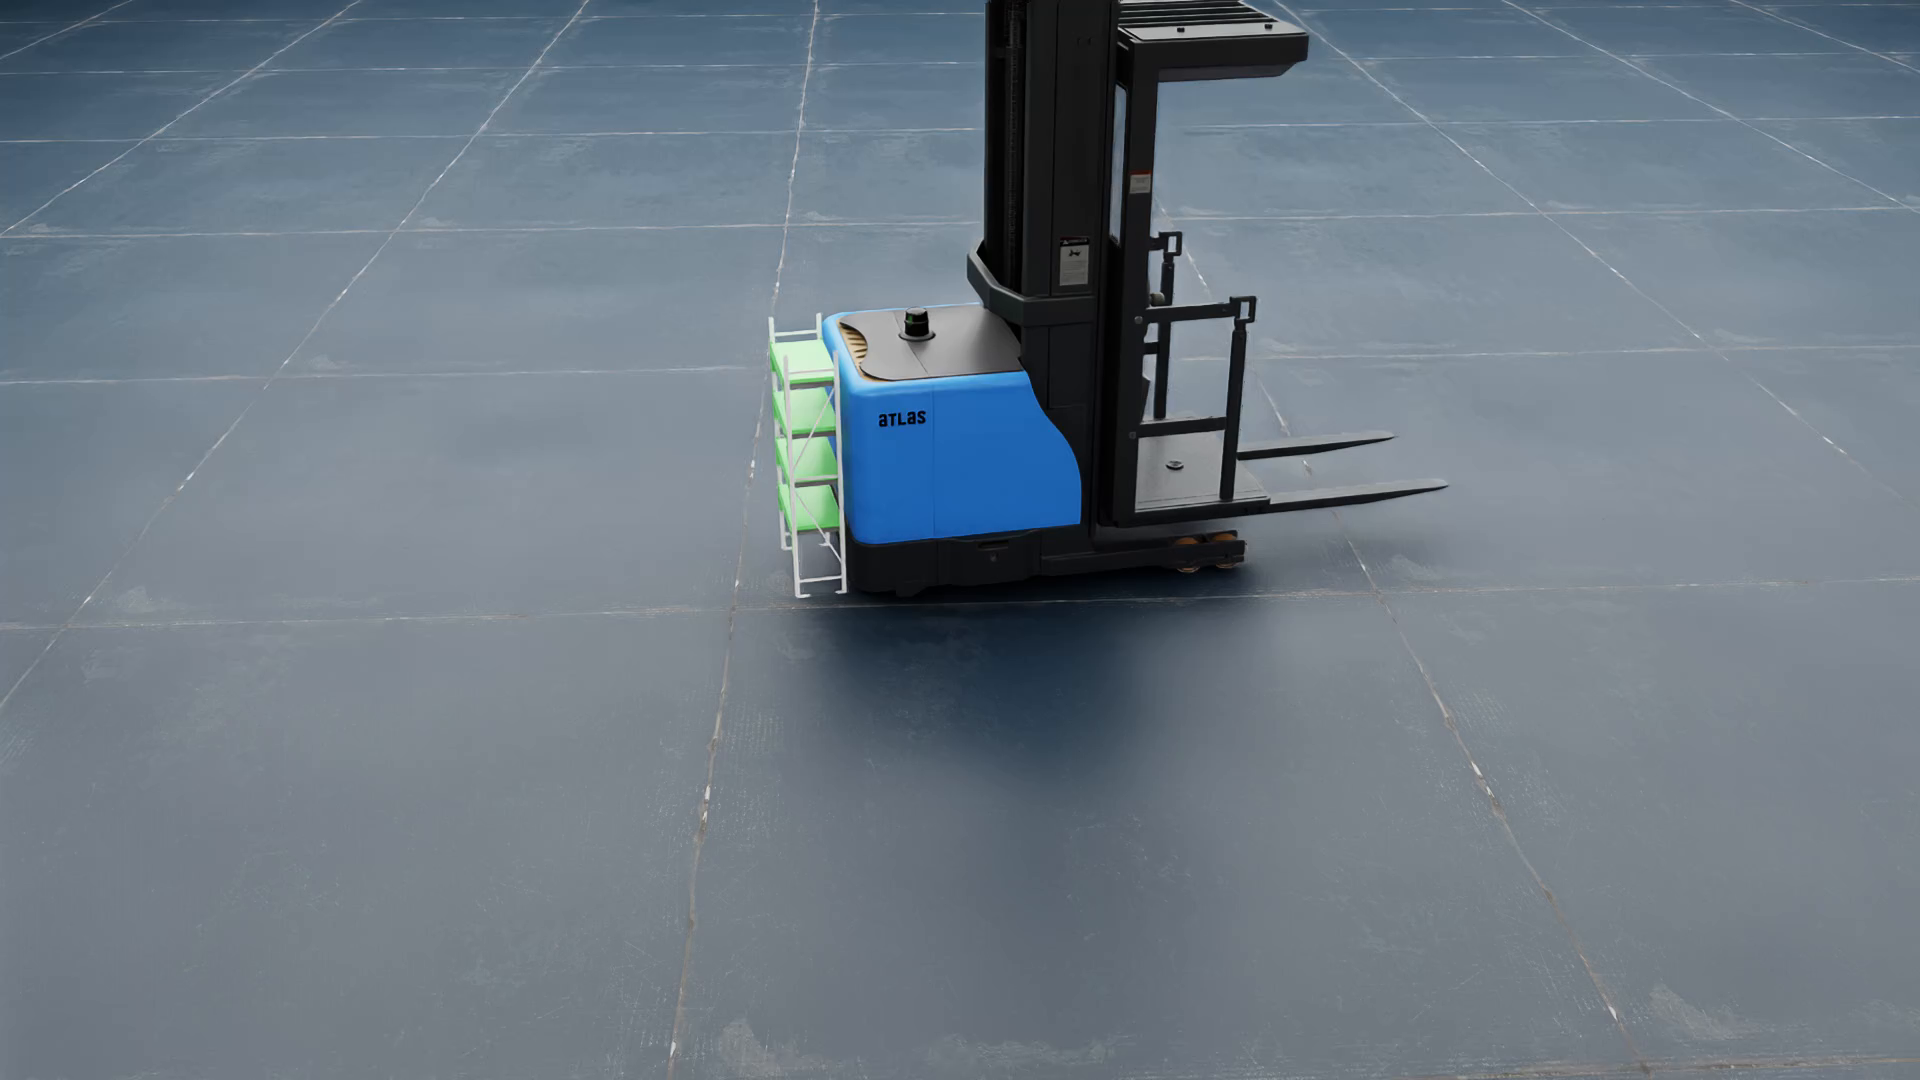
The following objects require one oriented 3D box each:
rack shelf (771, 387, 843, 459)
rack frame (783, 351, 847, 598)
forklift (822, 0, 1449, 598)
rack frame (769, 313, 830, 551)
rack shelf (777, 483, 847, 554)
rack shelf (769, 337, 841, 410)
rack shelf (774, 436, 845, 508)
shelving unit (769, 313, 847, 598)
[{"bbox_3d":[-0.702,-0.542,7.611,0.258,0.148,0.480,-6,28,-12],"label":"rack shelf"},{"bbox_3d":[-0.647,-0.276,7.482,0.240,1.200,0.015,-6,28,-12],"label":"rack frame"},{"bbox_3d":[0.892,-1.374,7.715,3.031,2.935,1.130,-6,28,-11],"label":"forklift"},{"bbox_3d":[-0.757,-0.496,7.903,0.240,1.200,0.015,-6,28,-12],"label":"rack frame"},{"bbox_3d":[-0.702,-0.117,7.833,0.258,0.148,0.480,-6,28,-12],"label":"rack shelf"},{"bbox_3d":[-0.702,-0.755,7.500,0.258,0.148,0.480,-6,28,-12],"label":"rack shelf"},{"bbox_3d":[-0.702,-0.329,7.722,0.258,0.148,0.480,-6,28,-12],"label":"rack shelf"},{"bbox_3d":[-0.702,-0.386,7.693,0.258,1.200,0.503,-6,28,-12],"label":"shelving unit"}]
